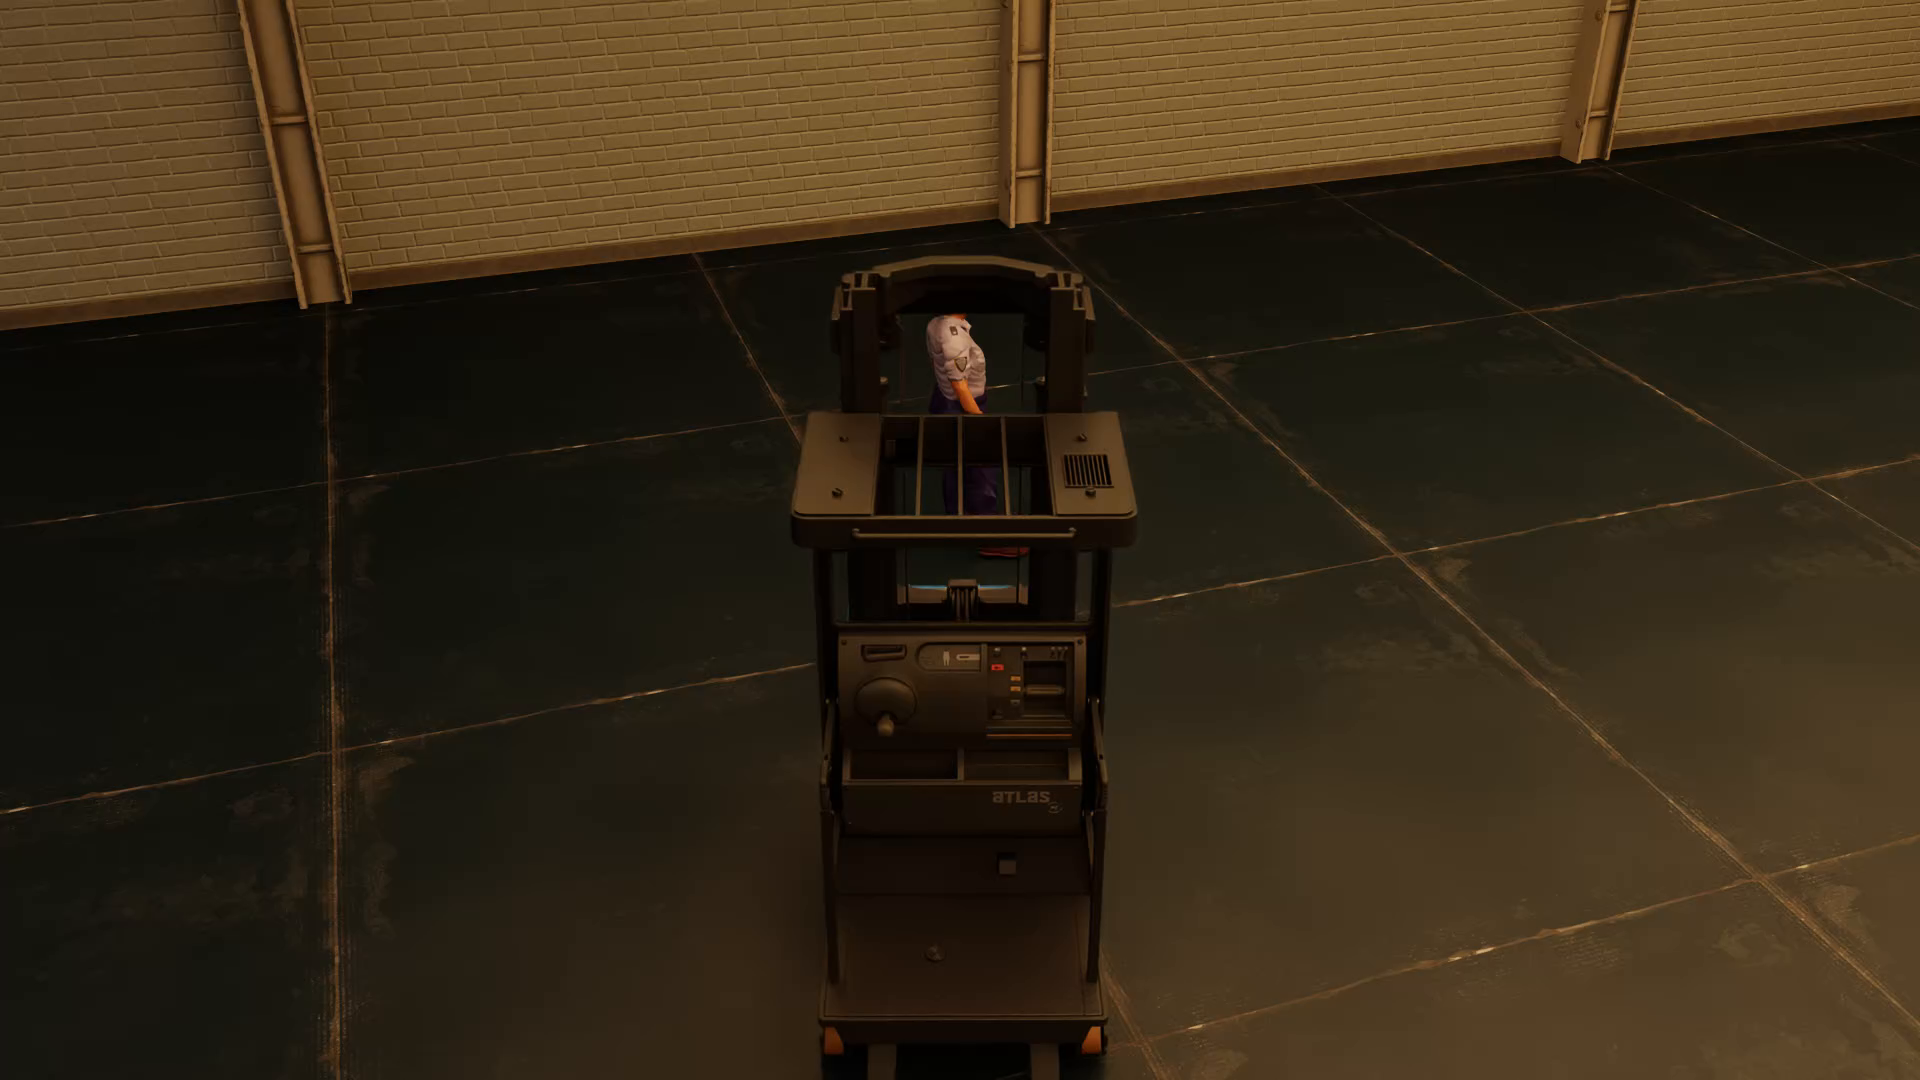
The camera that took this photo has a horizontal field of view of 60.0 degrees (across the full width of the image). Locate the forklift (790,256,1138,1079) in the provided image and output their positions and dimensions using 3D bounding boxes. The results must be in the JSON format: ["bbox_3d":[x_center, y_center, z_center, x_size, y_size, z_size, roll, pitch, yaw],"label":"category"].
[{"bbox_3d":[0.011,0.590,6.061,1.130,2.935,3.031,0,30,0],"label":"forklift"}]

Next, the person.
[{"bbox_3d":[0.092,-0.725,9.617,0.503,1.651,0.598,-10,31,-16],"label":"person"}]
